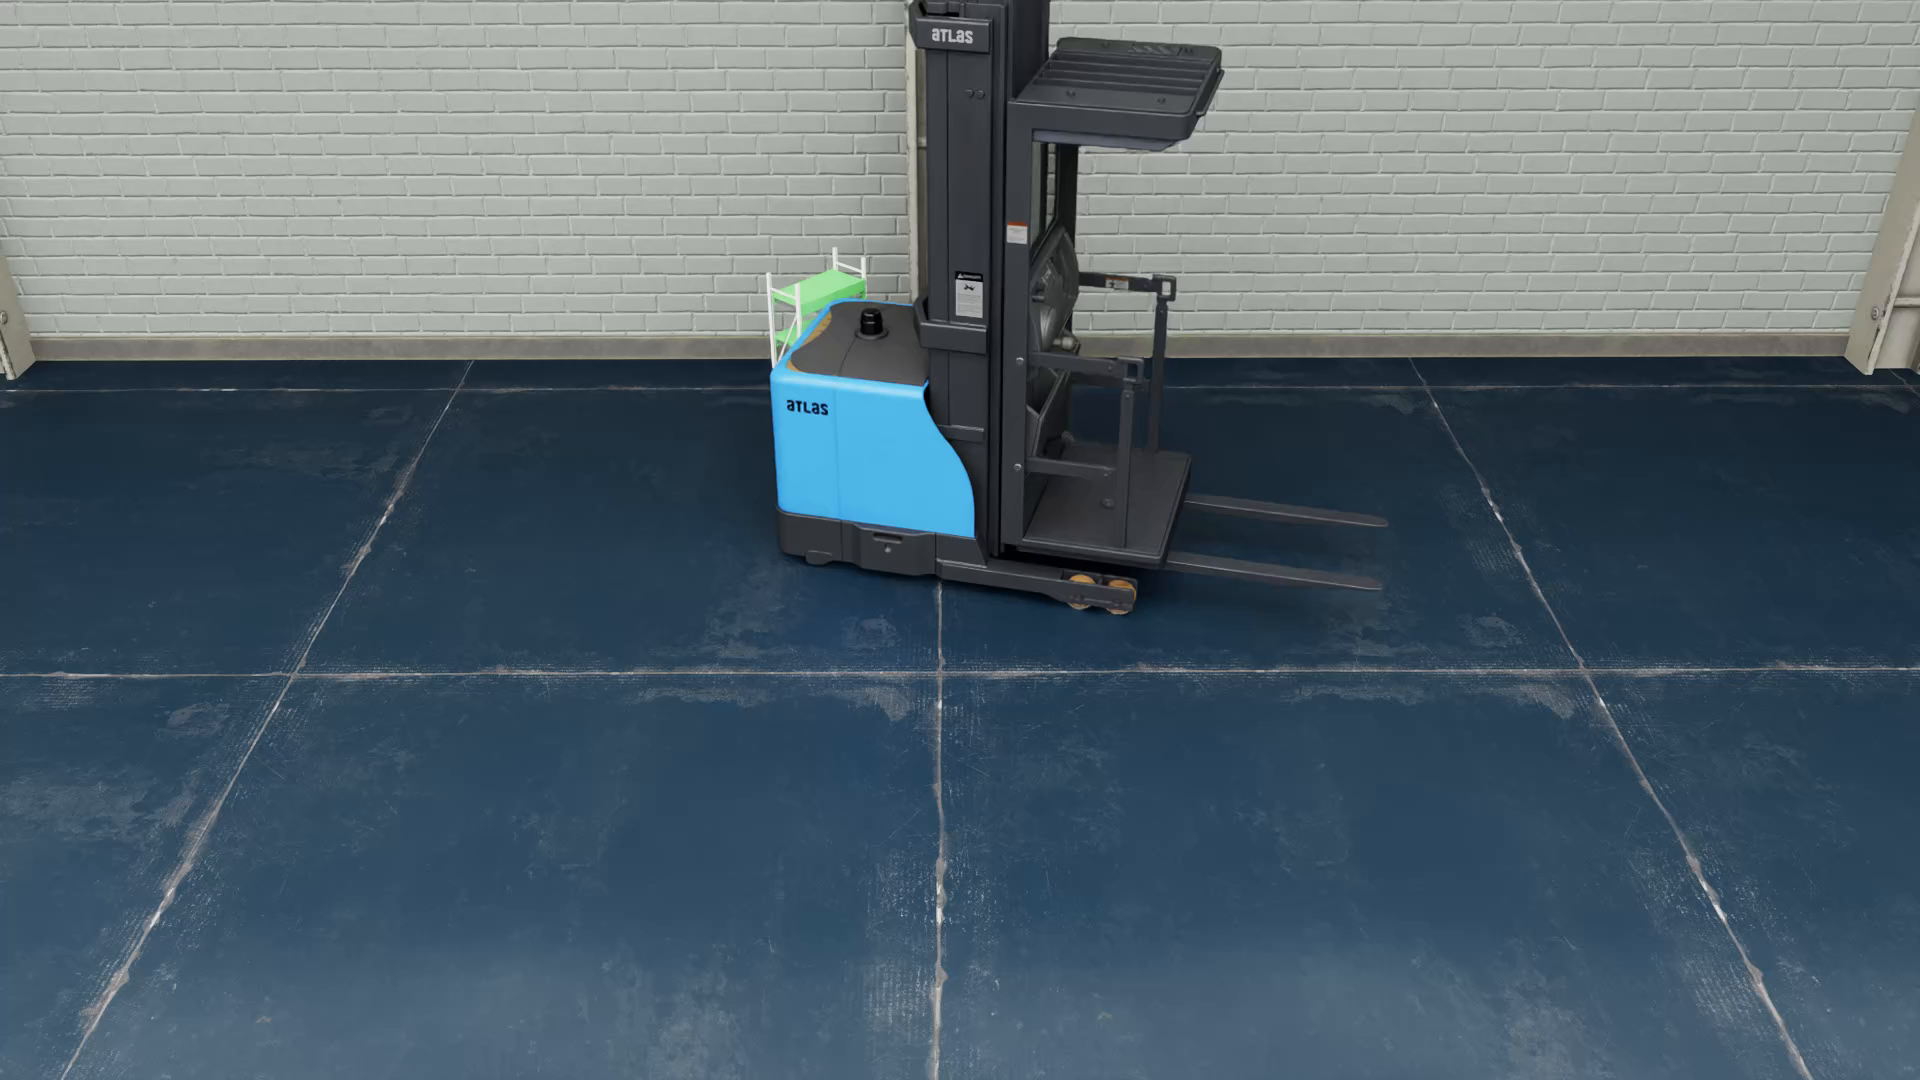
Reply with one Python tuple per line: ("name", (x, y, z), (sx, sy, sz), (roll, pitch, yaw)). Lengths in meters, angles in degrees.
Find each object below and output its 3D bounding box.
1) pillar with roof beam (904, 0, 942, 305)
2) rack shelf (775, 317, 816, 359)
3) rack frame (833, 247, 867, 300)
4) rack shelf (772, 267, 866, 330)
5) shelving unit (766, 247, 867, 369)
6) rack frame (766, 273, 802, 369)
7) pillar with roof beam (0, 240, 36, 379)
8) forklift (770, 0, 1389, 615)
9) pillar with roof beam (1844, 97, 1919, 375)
("pillar with roof beam", (-0.086, -2.718, 4.555), (0.400, 9.000, 9.100), (0, 31, 0))
("rack shelf", (-0.763, -1.097, 9.063), (0.258, 0.148, 0.480), (25, 39, 35))
("rack frame", (-0.601, -1.041, 9.309), (0.240, 1.200, 0.015), (25, 39, 35))
("rack shelf", (-0.763, -1.303, 8.938), (0.258, 0.148, 0.480), (25, 39, 35))
("shelving unit", (-0.763, -0.947, 9.154), (0.258, 1.200, 0.503), (25, 39, 35))
("rack frame", (-0.926, -0.853, 8.998), (0.240, 1.200, 0.015), (25, 39, 35))
("pillar with roof beam", (-6.086, -2.699, 4.524), (0.400, 9.000, 9.100), (0, 31, 0))
("forklift", (0.636, -1.194, 7.892), (3.031, 2.935, 1.130), (8, 32, 13))
("pillar with roof beam", (5.914, -2.737, 4.586), (0.400, 9.000, 9.100), (0, 31, 0))
